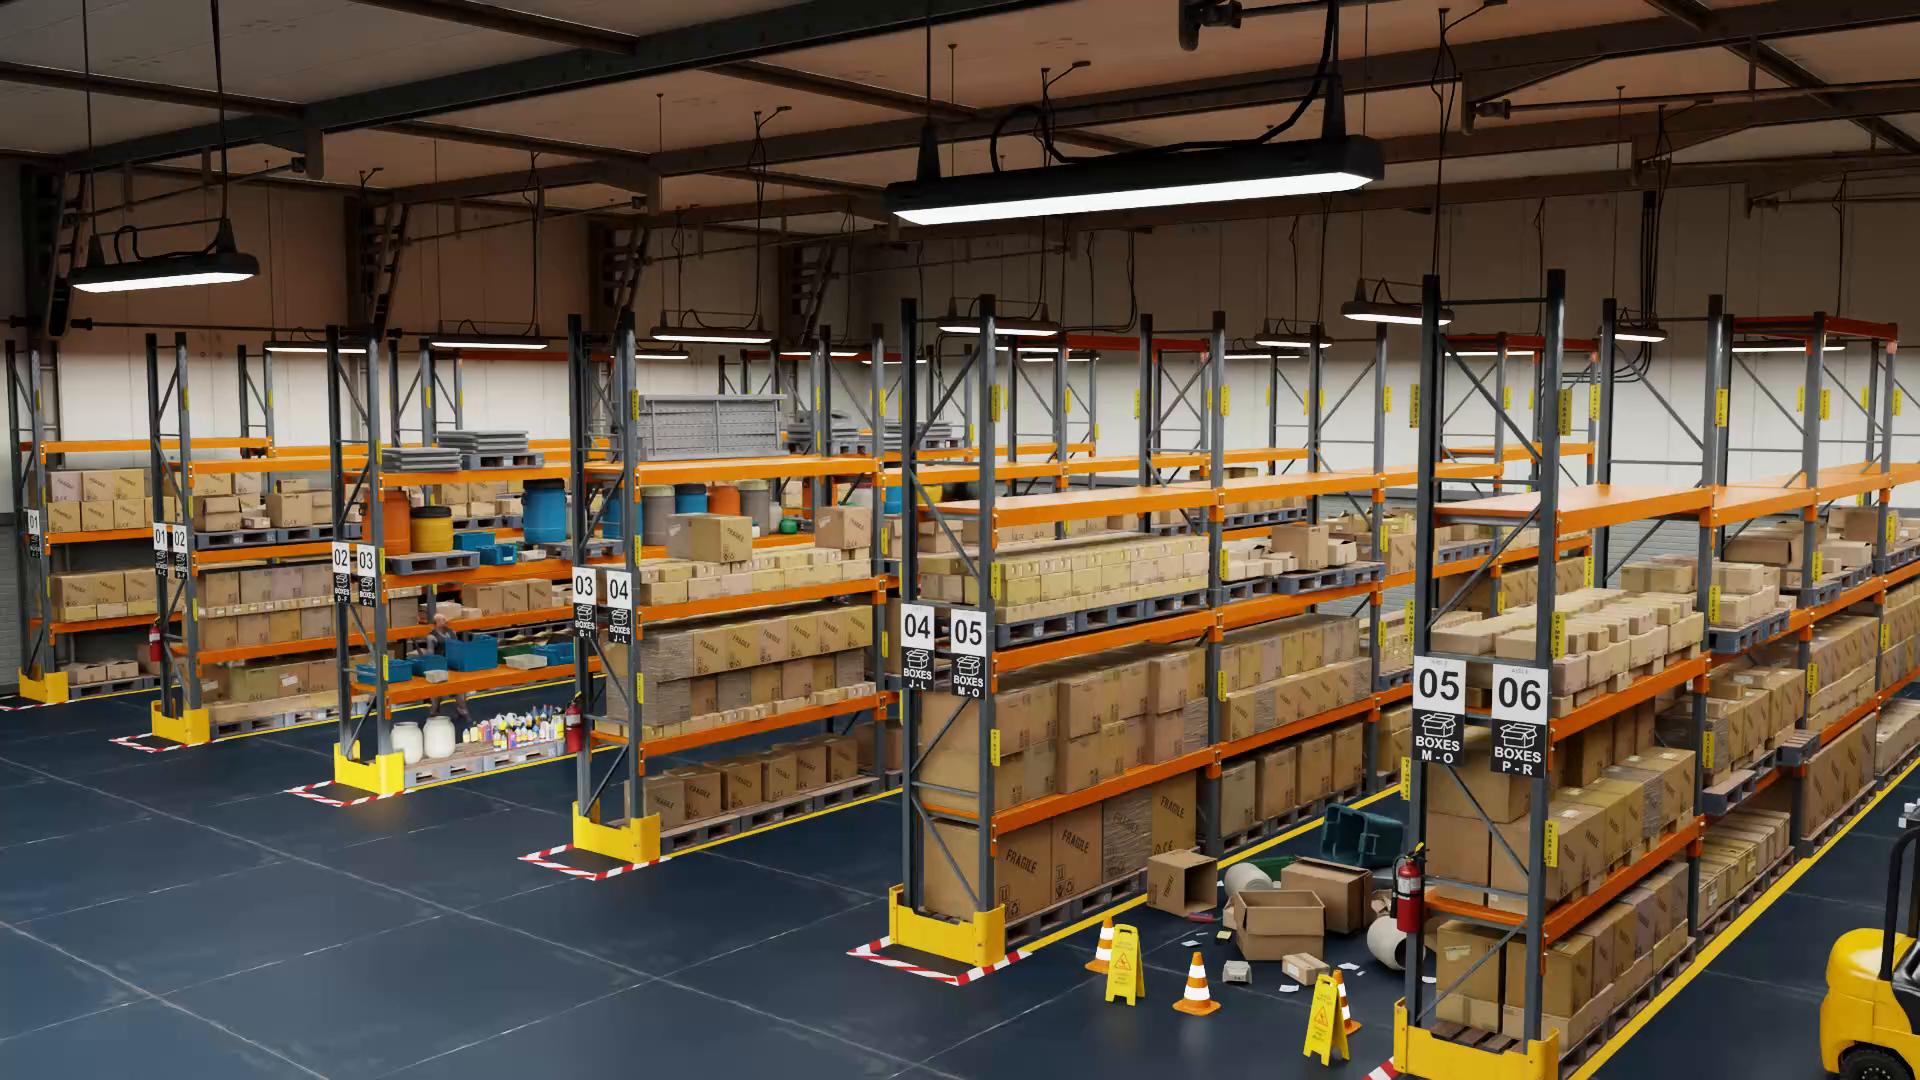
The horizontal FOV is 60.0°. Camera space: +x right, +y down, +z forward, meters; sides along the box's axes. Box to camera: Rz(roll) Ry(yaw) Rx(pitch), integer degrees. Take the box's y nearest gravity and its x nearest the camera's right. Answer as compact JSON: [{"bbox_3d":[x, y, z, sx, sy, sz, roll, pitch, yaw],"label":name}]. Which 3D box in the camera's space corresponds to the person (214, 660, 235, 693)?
[{"bbox_3d":[-12.575,1.740,28.311,0.612,1.766,0.392,-3,6,-30],"label":"person"}]

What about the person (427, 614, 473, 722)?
[{"bbox_3d":[-7.980,2.010,25.887,0.684,1.757,0.509,-5,7,-42],"label":"person"}]
